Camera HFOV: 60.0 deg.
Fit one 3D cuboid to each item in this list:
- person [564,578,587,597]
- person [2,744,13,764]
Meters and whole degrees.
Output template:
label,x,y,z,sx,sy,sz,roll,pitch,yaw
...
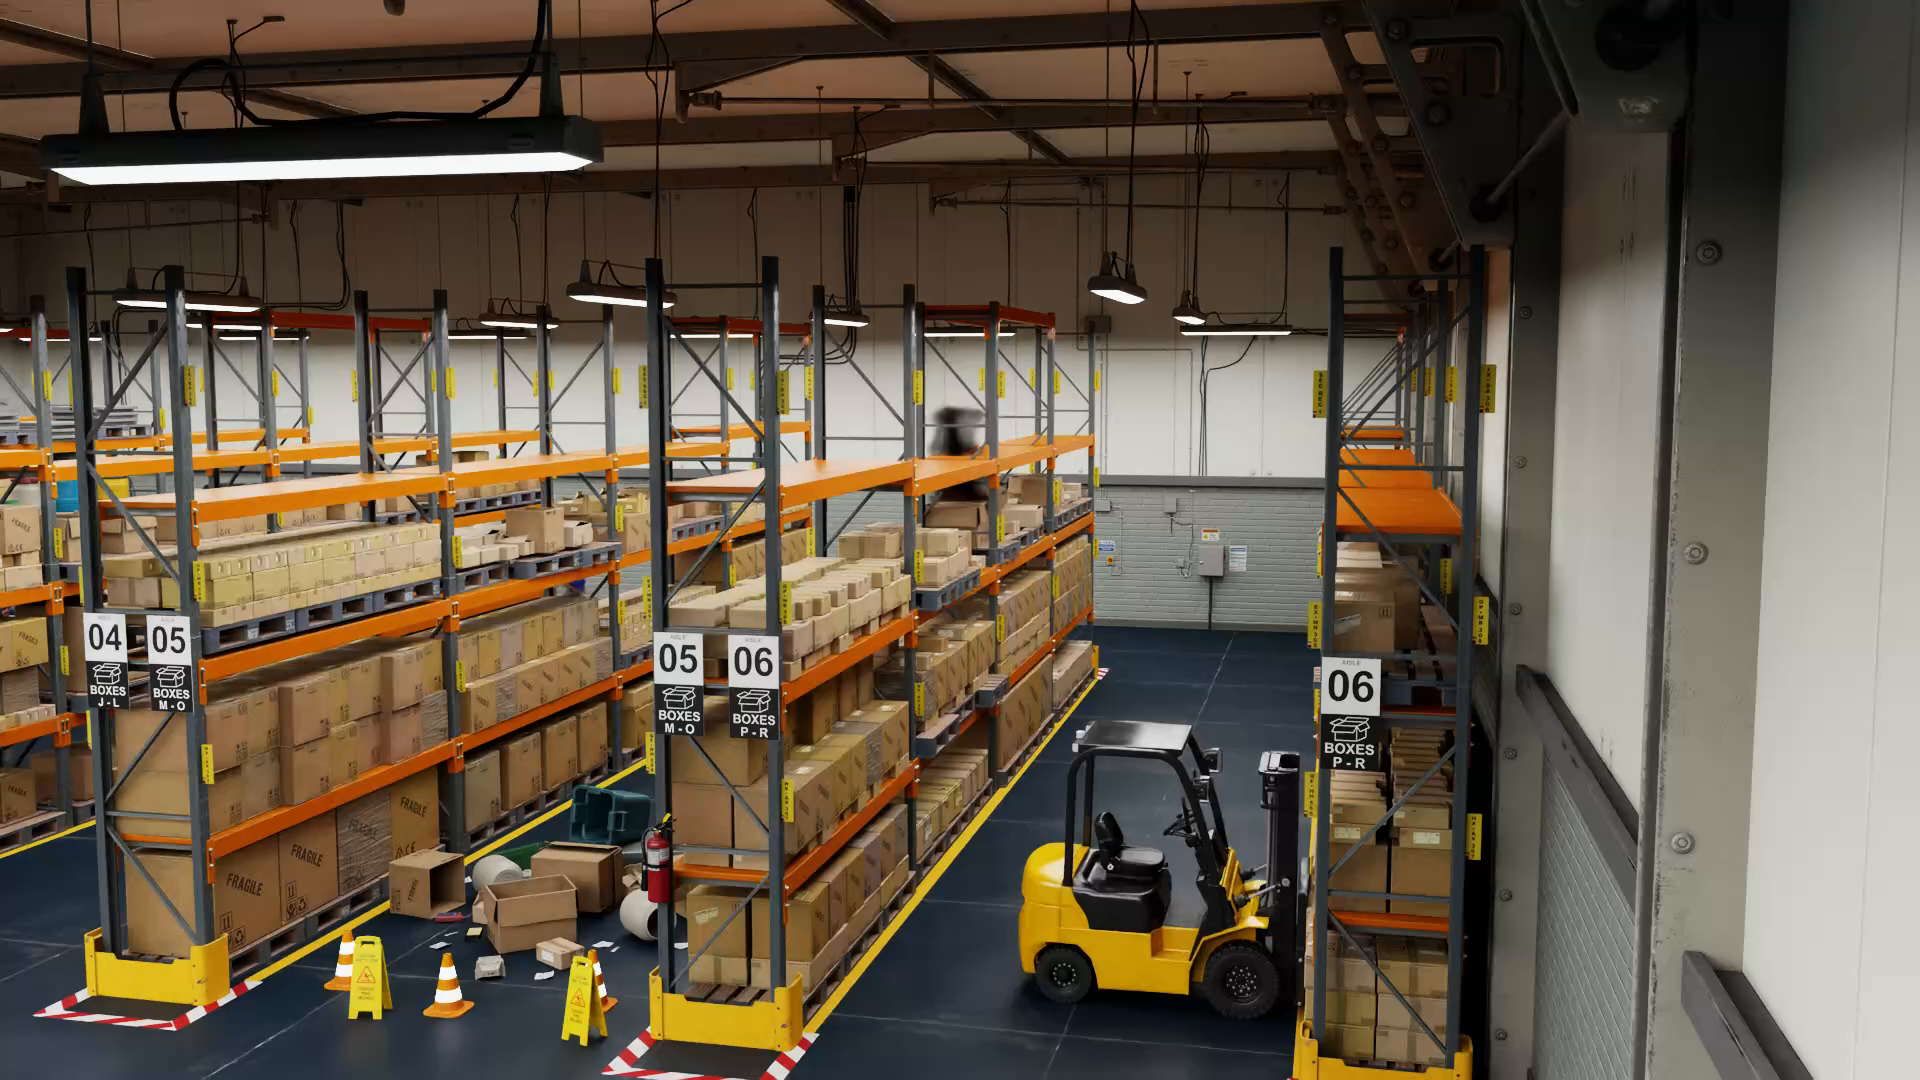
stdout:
label,x,y,z,sx,sy,sz,roll,pitch,yaw
person,-7.465,1.117,32.150,1.061,1.652,0.580,5,8,40
person,-12.498,2.133,21.539,0.708,1.732,0.859,0,6,-1
